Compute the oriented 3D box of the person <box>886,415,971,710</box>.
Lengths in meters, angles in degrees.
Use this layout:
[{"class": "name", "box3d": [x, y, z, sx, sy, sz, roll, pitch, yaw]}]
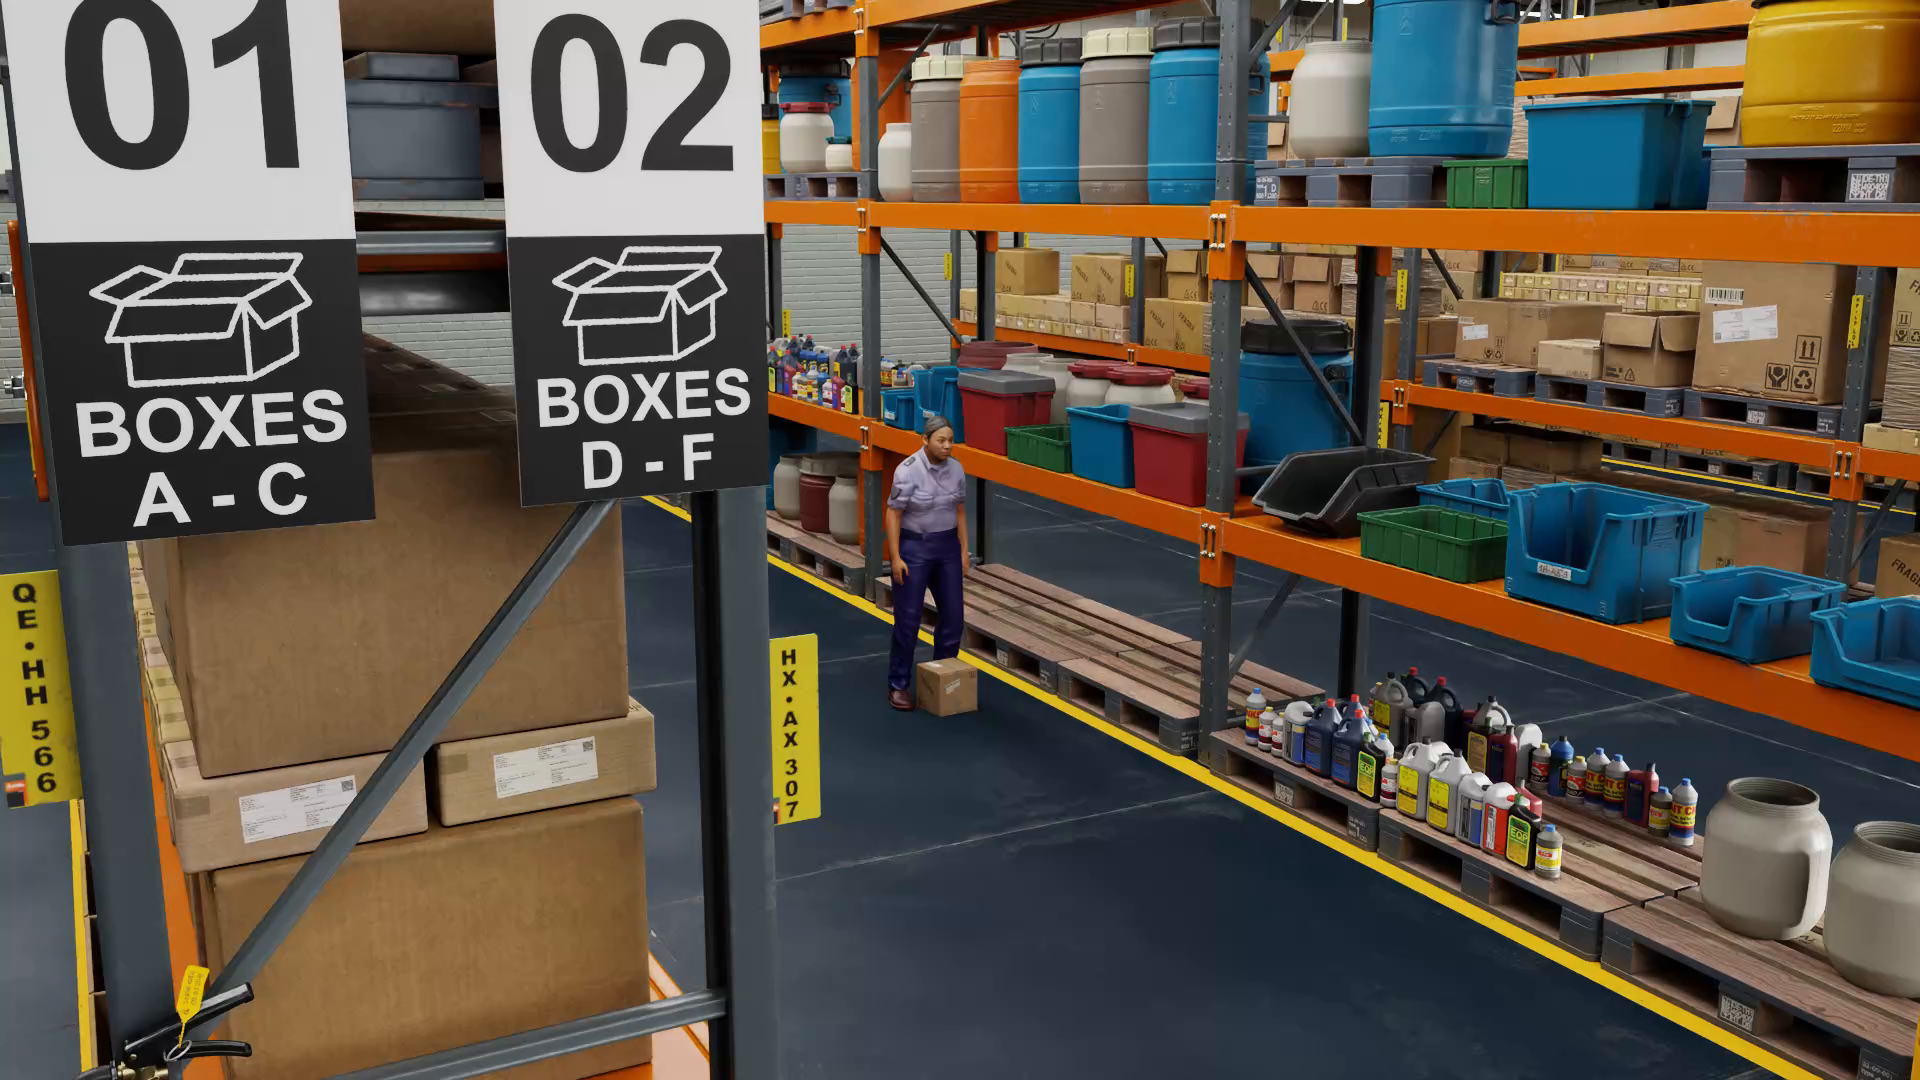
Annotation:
[{"class": "person", "box3d": [-0.174, 0.109, 9.452, 0.559, 1.651, 0.426, -7, 14, -31]}]
